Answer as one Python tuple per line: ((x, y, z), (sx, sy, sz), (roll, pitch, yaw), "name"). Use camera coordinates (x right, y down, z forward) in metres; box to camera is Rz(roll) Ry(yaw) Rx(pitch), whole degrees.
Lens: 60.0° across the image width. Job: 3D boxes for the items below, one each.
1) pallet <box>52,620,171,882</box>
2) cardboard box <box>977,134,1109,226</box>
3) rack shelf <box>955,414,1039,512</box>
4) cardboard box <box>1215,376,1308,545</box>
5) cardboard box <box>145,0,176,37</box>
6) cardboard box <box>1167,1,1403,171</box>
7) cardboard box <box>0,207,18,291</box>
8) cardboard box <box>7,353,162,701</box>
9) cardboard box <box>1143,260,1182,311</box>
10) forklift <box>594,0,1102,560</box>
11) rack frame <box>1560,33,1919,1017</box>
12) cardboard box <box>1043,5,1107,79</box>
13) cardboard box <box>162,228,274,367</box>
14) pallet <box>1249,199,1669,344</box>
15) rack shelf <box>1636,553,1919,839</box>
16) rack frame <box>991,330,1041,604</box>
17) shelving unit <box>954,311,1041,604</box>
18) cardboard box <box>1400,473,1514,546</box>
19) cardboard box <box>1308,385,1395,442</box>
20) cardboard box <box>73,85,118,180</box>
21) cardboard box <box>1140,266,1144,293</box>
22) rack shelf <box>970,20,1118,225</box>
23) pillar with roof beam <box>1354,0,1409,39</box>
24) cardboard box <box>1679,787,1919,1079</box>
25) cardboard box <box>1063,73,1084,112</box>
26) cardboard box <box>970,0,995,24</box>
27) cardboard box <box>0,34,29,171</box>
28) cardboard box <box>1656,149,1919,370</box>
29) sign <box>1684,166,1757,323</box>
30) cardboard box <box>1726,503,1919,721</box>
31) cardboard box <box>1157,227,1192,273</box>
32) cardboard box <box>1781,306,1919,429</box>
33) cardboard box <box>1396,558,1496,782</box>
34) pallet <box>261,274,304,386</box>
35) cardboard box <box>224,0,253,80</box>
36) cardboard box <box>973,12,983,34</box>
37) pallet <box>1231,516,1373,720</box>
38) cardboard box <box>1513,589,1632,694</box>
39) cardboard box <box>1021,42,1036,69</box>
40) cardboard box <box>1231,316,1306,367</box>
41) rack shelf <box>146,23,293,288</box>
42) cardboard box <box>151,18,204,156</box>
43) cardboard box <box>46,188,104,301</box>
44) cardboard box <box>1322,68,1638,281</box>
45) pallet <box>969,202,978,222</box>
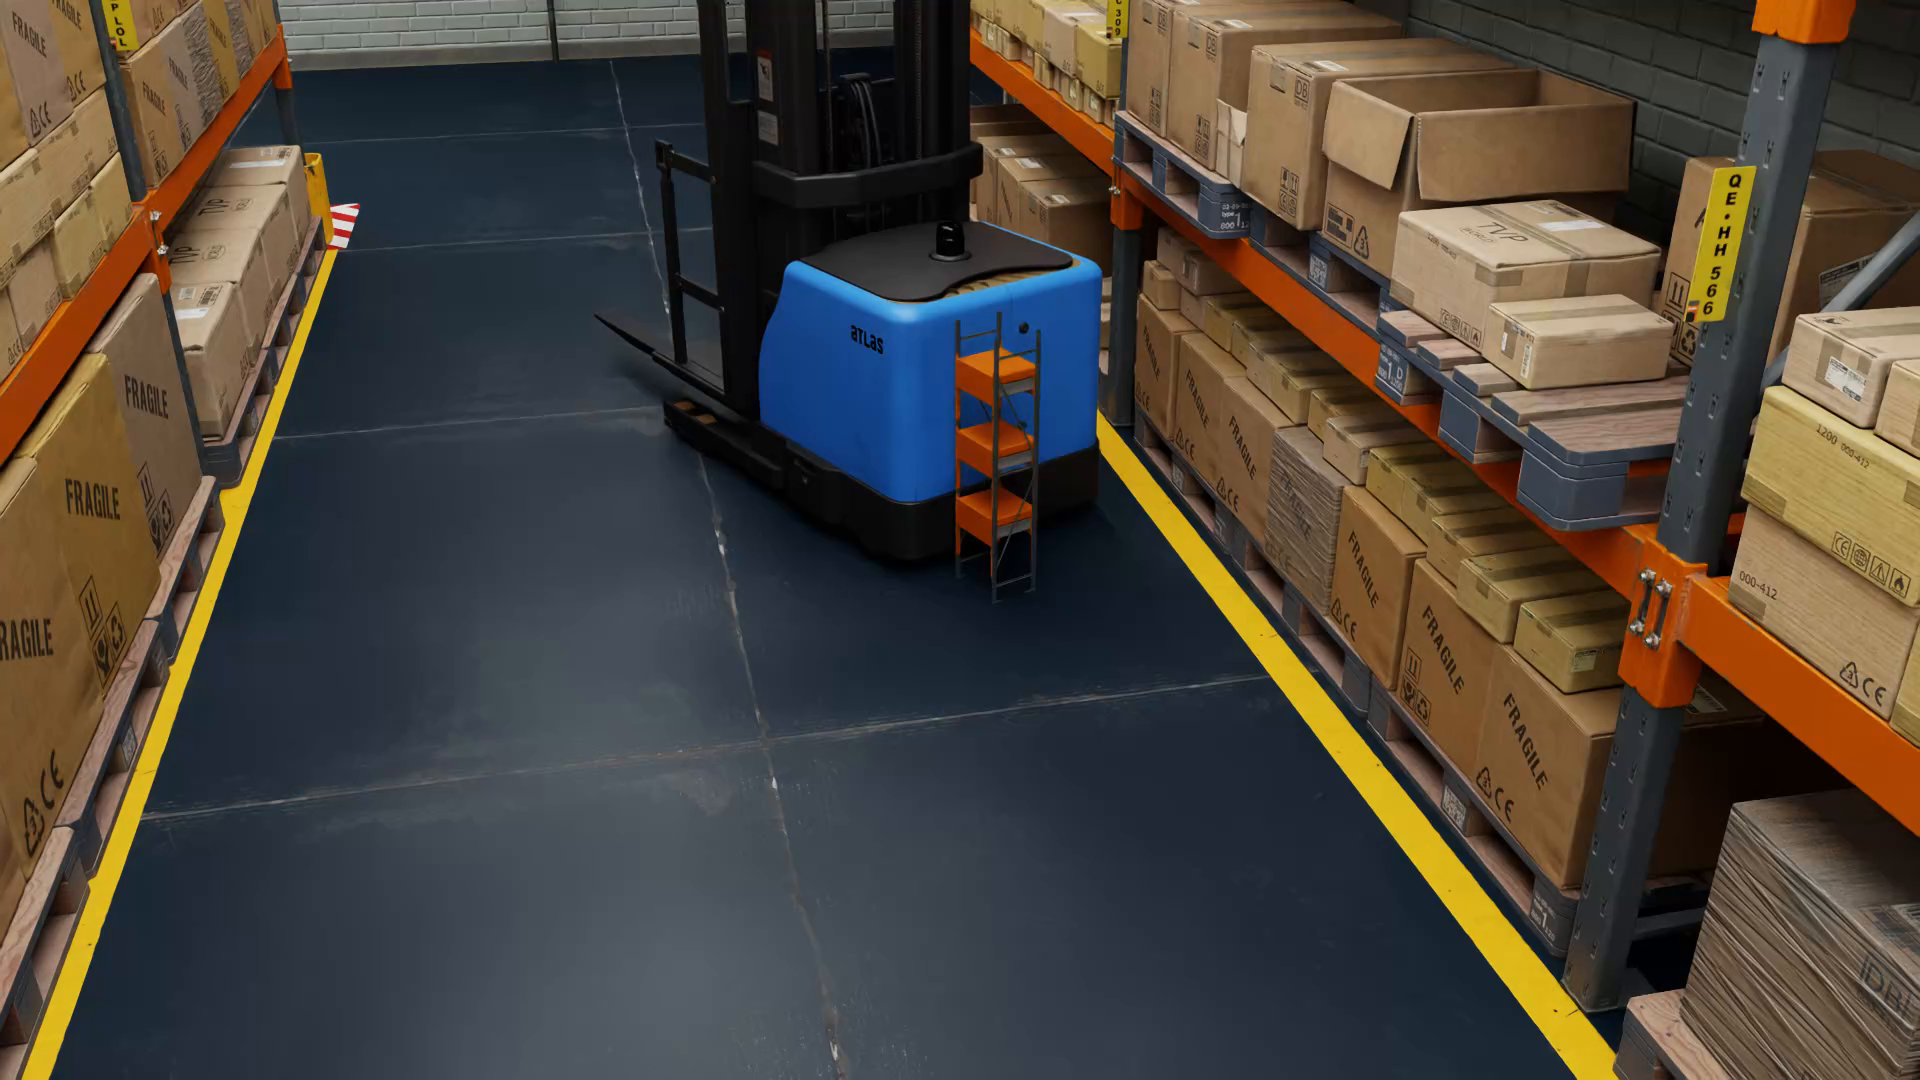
((-3.118, 0.679, 5.170), (1.003, 0.211, 1.213), (-6, 27, -12), "pallet")
((0.490, -2.109, 9.908), (0.700, 0.500, 0.500), (-5, 27, -9), "cardboard box")
((0.136, -0.288, 6.180), (0.215, 0.259, 0.240), (-17, 31, -30), "rack shelf")
((1.319, -0.323, 6.369), (0.500, 0.500, 0.500), (-7, 28, -13), "cardboard box")
((-3.623, -2.380, 6.916), (0.500, 0.500, 0.500), (-6, 27, -12), "cardboard box")
((1.199, -1.709, 6.229), (0.700, 0.500, 0.500), (-6, 27, -11), "cardboard box")
((-2.933, -0.752, 4.523), (0.500, 0.250, 0.500), (-5, 27, -11), "cardboard box")
((-3.215, -0.012, 5.337), (0.875, 0.875, 0.875), (-5, 27, -10), "cardboard box")
((1.013, -1.116, 7.219), (0.380, 0.149, 0.250), (-5, 27, -9), "cardboard box")
((-0.712, -1.834, 7.131), (1.130, 2.935, 3.031), (-19, 32, -33), "forklift")
((2.093, -0.183, 3.783), (1.000, 3.000, 0.127), (-6, 27, -12), "rack frame")
((0.712, -2.422, 8.056), (0.500, 0.250, 0.500), (-6, 27, -11), "cardboard box")
((-3.883, -1.156, 8.090), (0.875, 0.438, 0.875), (-7, 28, -13), "cardboard box")
((1.650, -0.950, 5.517), (1.003, 0.211, 1.213), (-6, 27, -12), "pallet")
((2.544, 1.016, 2.206), (1.077, 0.370, 4.000), (-6, 27, -12), "rack shelf")
((0.204, -0.252, 6.085), (0.200, 1.050, 0.008), (-17, 31, -30), "rack frame")
((0.136, -0.298, 6.175), (0.215, 1.050, 0.252), (-17, 31, -30), "shelving unit")
((1.611, -0.092, 5.192), (0.380, 0.149, 0.250), (-5, 27, -10), "cardboard box")
((1.458, -0.433, 5.867), (0.380, 0.149, 0.250), (-6, 27, -11), "cardboard box")
((-3.308, -1.421, 5.847), (0.500, 0.250, 0.500), (-6, 27, -12), "cardboard box")
((1.175, -1.358, 8.810), (0.380, 0.149, 0.250), (-6, 27, -12), "cardboard box")
((0.741, -2.496, 9.164), (1.077, 0.370, 4.000), (-6, 27, -12), "rack shelf")
((-2.282, -4.577, 5.832), (9.100, 9.000, 0.400), (-6, 27, -12), "pillar with roof beam")
((2.220, 0.965, 3.679), (0.875, 0.625, 0.625), (-5, 27, -10), "cardboard box")
((0.712, -2.165, 7.989), (0.380, 0.149, 0.250), (-5, 27, -10), "cardboard box")
((0.361, -3.091, 9.381), (0.500, 0.250, 0.500), (-6, 27, -13), "cardboard box")
((-3.079, -1.303, 4.781), (0.500, 0.500, 0.500), (-5, 27, -10), "cardboard box")
((2.129, -0.657, 4.145), (0.500, 0.500, 0.500), (-5, 27, -9), "cardboard box")
((1.566, -0.605, 3.423), (0.100, 0.325, 0.005), (-6, 27, -12), "sign")
((1.955, 0.104, 3.382), (0.500, 0.250, 0.500), (-6, 27, -11), "cardboard box")
((1.072, -1.254, 7.165), (0.380, 0.149, 0.250), (-6, 27, -12), "cardboard box")
((1.878, -0.347, 3.278), (0.380, 0.149, 0.250), (-5, 27, -10), "cardboard box")
((1.686, 0.361, 5.014), (0.500, 0.500, 0.500), (-6, 27, -12), "cardboard box")
((-4.017, -1.067, 8.629), (1.003, 0.211, 1.213), (-6, 27, -12), "pallet")
((-3.955, -2.602, 8.466), (0.500, 0.500, 0.500), (-5, 27, -10), "cardboard box")
((0.289, -3.075, 9.791), (0.380, 0.149, 0.250), (-5, 27, -10), "cardboard box")
((1.690, 0.196, 6.128), (1.003, 0.211, 1.213), (-6, 27, -12), "pallet")
((1.735, 0.265, 4.484), (0.380, 0.149, 0.250), (-7, 28, -14), "cardboard box")
((0.543, -2.620, 8.891), (0.380, 0.149, 0.250), (-6, 27, -12), "cardboard box")
((1.295, -0.771, 6.537), (0.380, 0.149, 0.250), (-6, 27, -12), "cardboard box")
((-4.094, -1.990, 8.162), (1.077, 0.370, 4.000), (-6, 27, -12), "rack shelf")
((-3.604, -1.932, 7.137), (0.500, 0.500, 0.500), (-6, 27, -11), "cardboard box")
((-3.183, -0.971, 5.512), (0.500, 0.250, 0.500), (-6, 27, -12), "cardboard box")
((1.545, -1.114, 5.048), (0.797, 0.503, 0.637), (-7, 28, -13), "cardboard box")
((0.488, -2.067, 10.611), (1.003, 0.211, 1.213), (-6, 27, -12), "pallet")
